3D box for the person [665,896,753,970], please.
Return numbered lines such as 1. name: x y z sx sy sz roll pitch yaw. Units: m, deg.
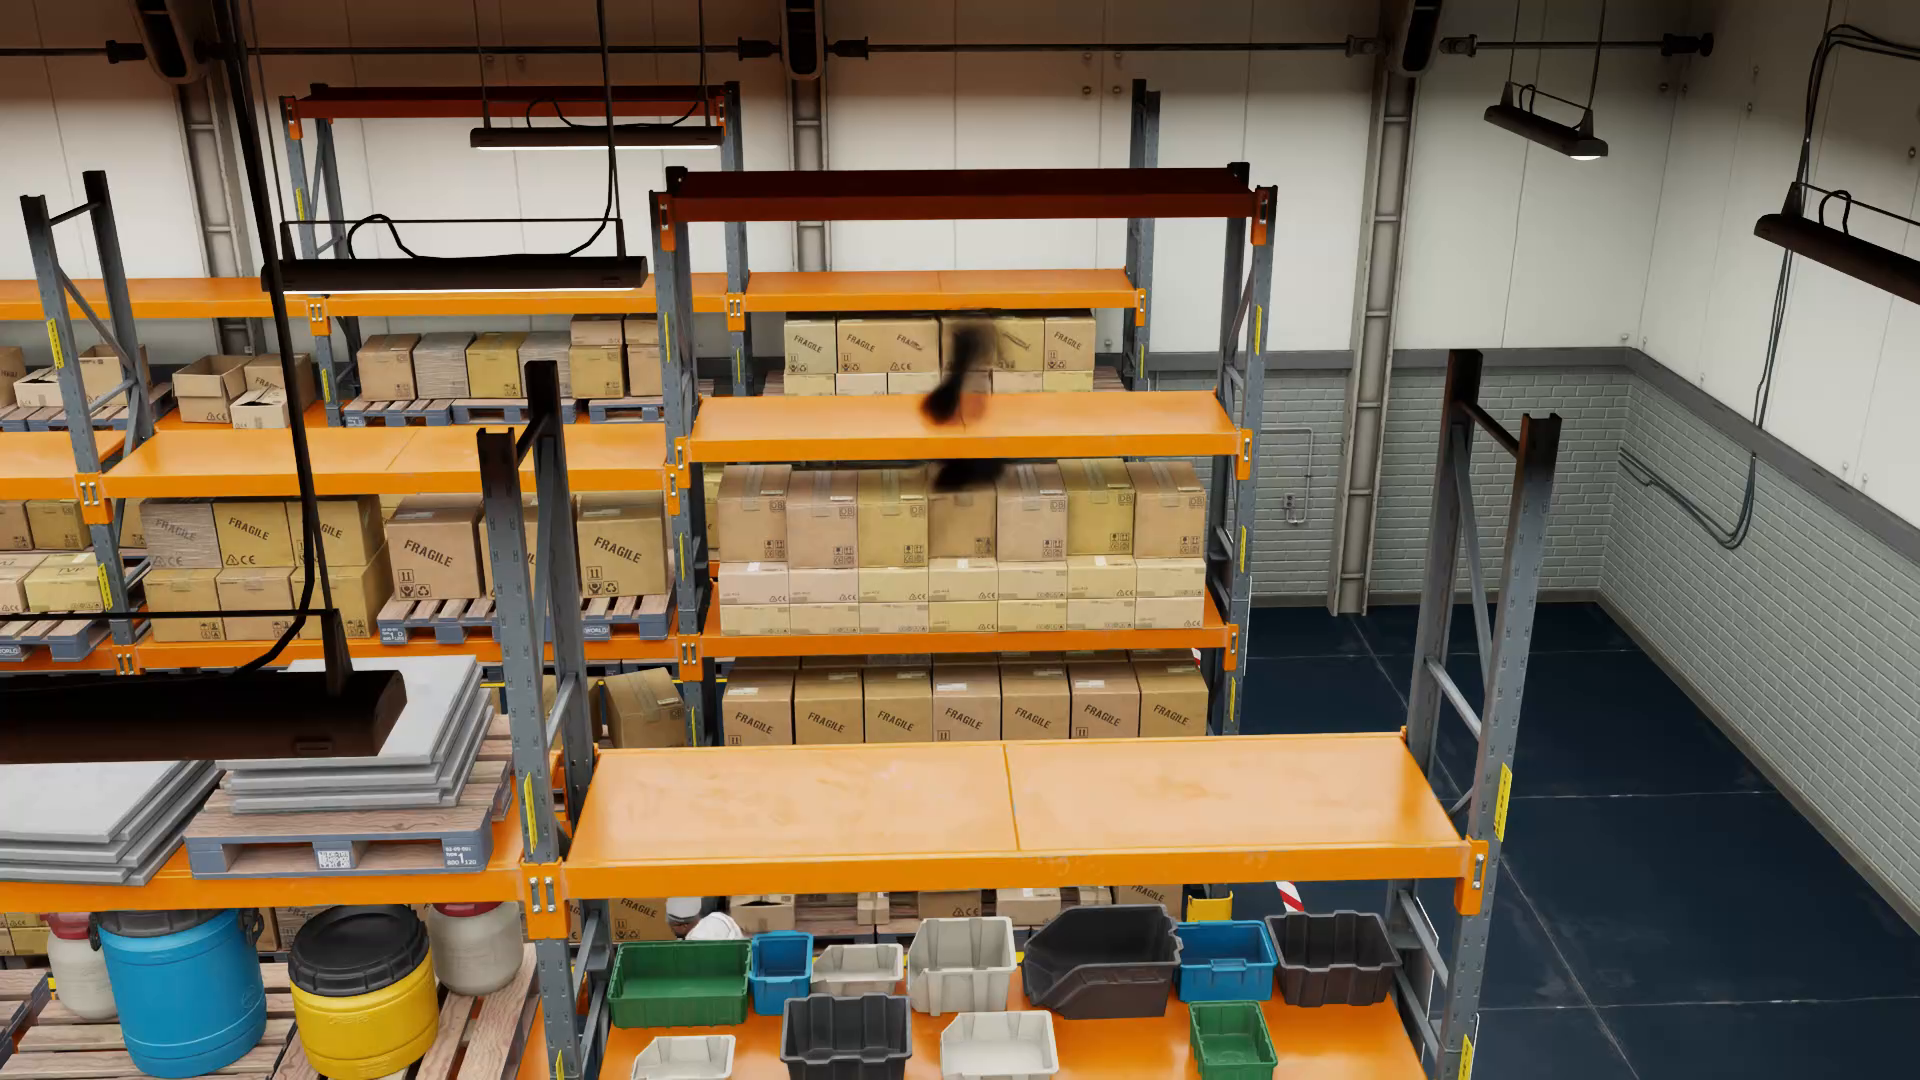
1. person: -1.514 3.163 11.312 0.946 1.572 0.670 4 23 11
